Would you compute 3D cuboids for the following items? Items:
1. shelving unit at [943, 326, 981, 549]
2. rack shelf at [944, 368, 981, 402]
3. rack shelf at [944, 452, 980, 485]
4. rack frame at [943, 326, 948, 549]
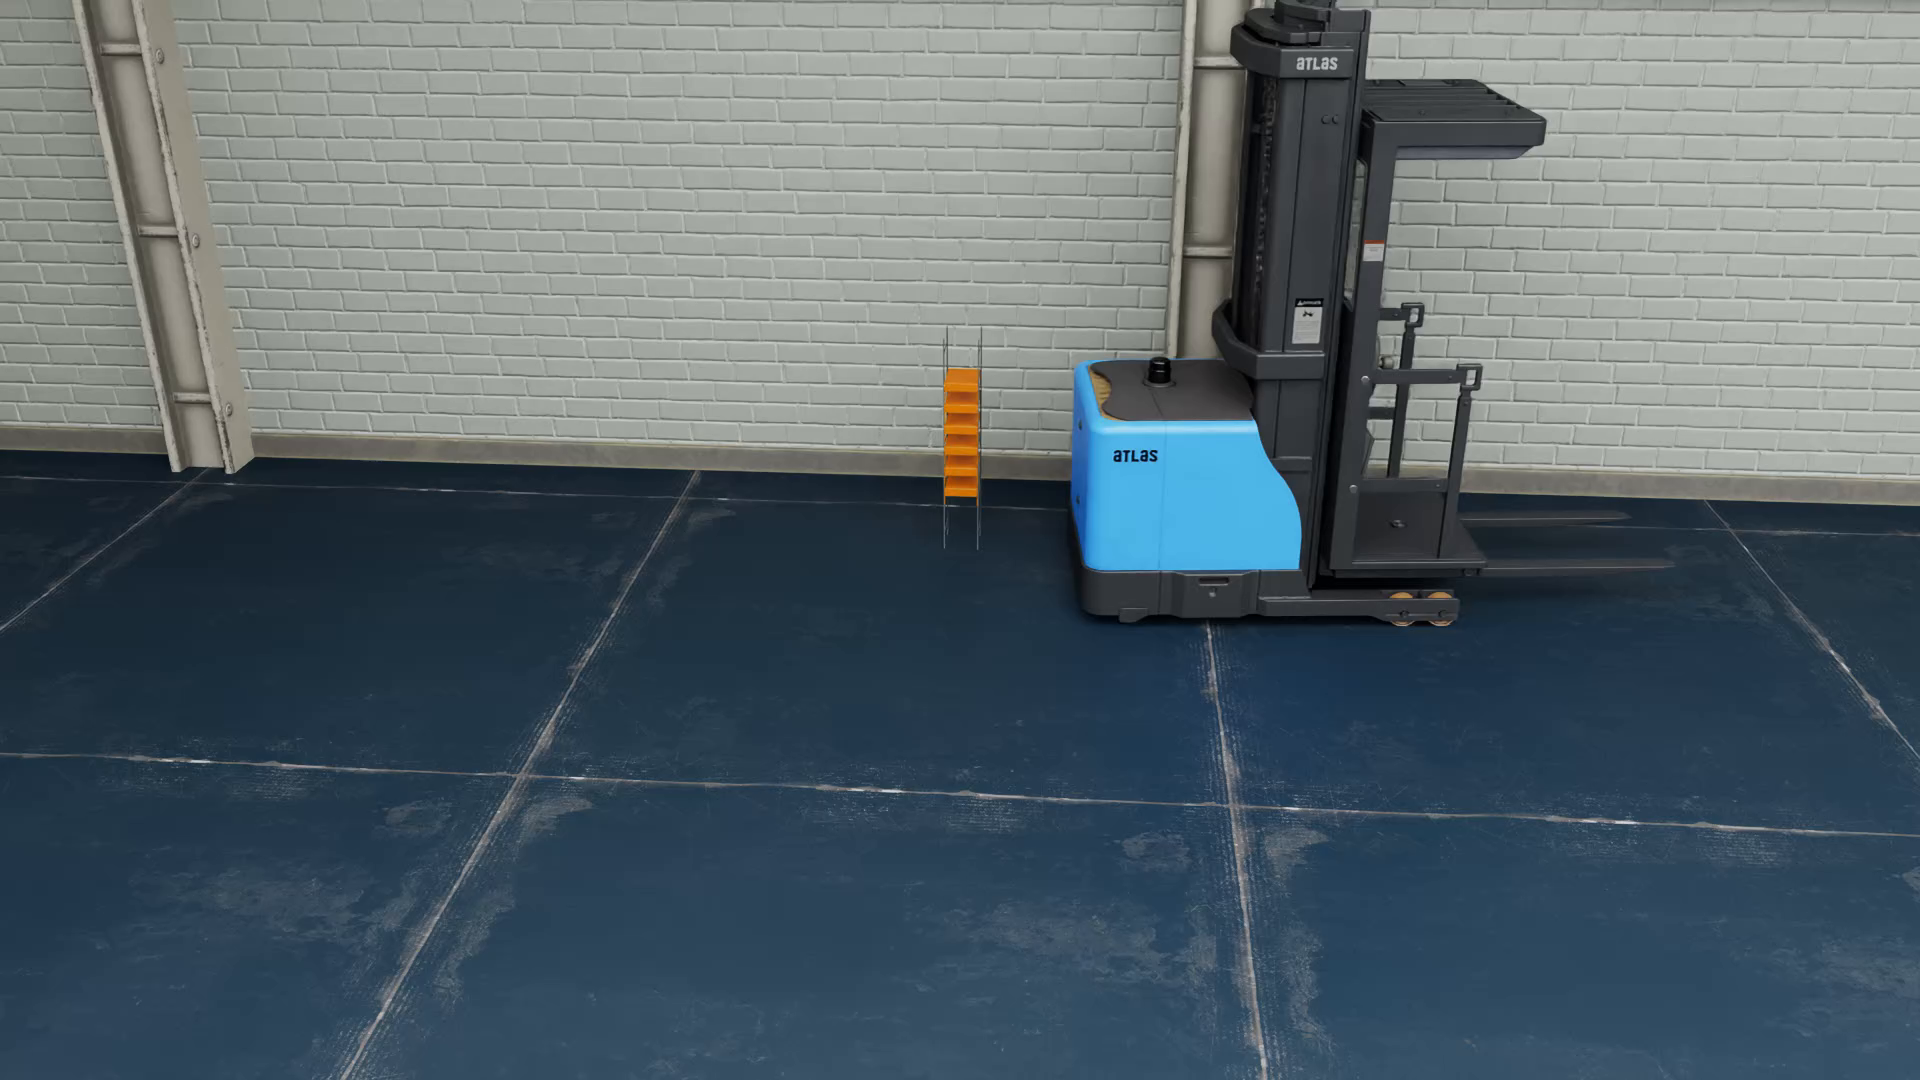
[{"bbox_3d":[-11.026,-0.020,7.140,21.905,1.800,5.752,2,25,4],"label":"shelving unit"},{"bbox_3d":[0.014,-0.831,8.866,0.180,0.103,0.258,2,25,4],"label":"rack shelf"},{"bbox_3d":[0.014,-0.395,9.067,0.180,0.103,0.258,2,25,4],"label":"rack shelf"},{"bbox_3d":[-0.077,-0.548,9.005,0.006,1.200,0.240,2,25,4],"label":"rack frame"}]
